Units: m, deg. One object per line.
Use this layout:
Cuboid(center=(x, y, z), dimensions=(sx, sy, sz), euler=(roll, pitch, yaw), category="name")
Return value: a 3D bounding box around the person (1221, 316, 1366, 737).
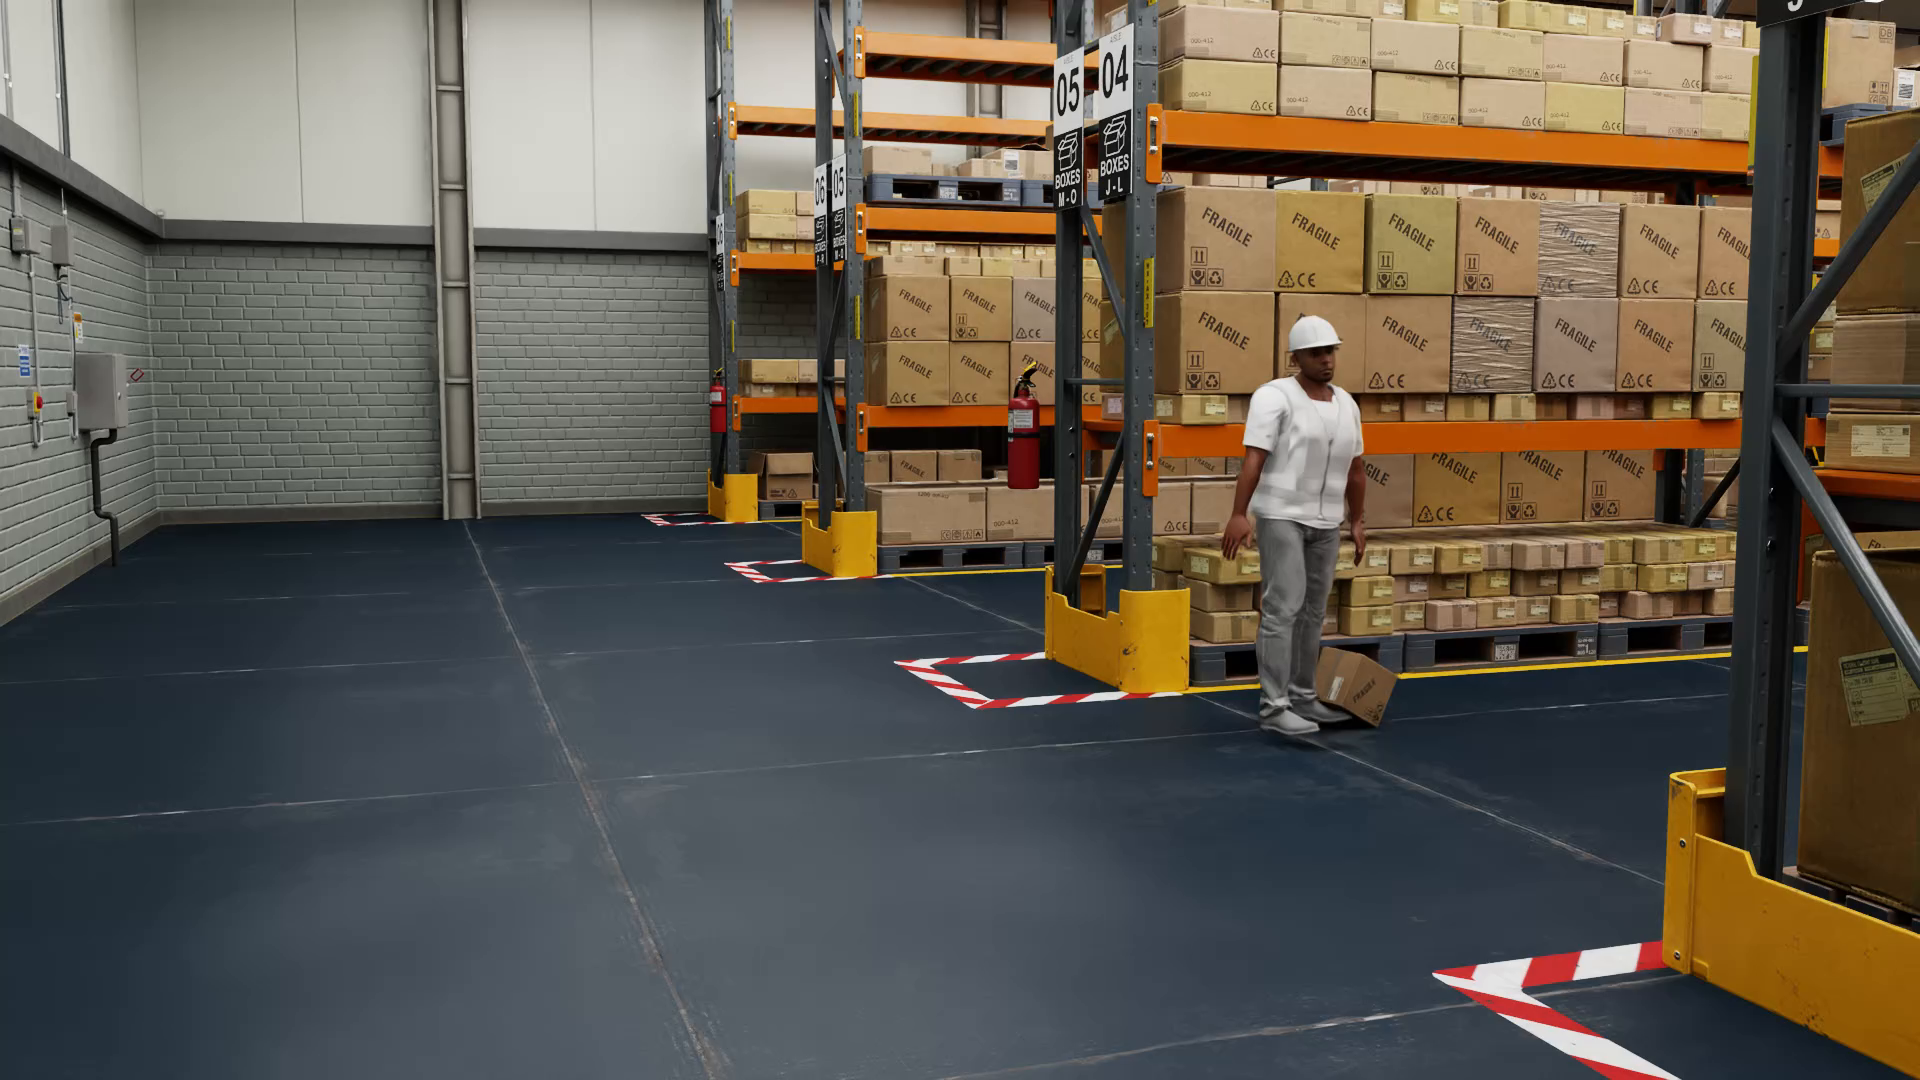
Cuboid(center=(1.459, -0.063, 7.051), dimensions=(0.743, 1.765, 0.527), euler=(-3, 7, -30), category="person")
